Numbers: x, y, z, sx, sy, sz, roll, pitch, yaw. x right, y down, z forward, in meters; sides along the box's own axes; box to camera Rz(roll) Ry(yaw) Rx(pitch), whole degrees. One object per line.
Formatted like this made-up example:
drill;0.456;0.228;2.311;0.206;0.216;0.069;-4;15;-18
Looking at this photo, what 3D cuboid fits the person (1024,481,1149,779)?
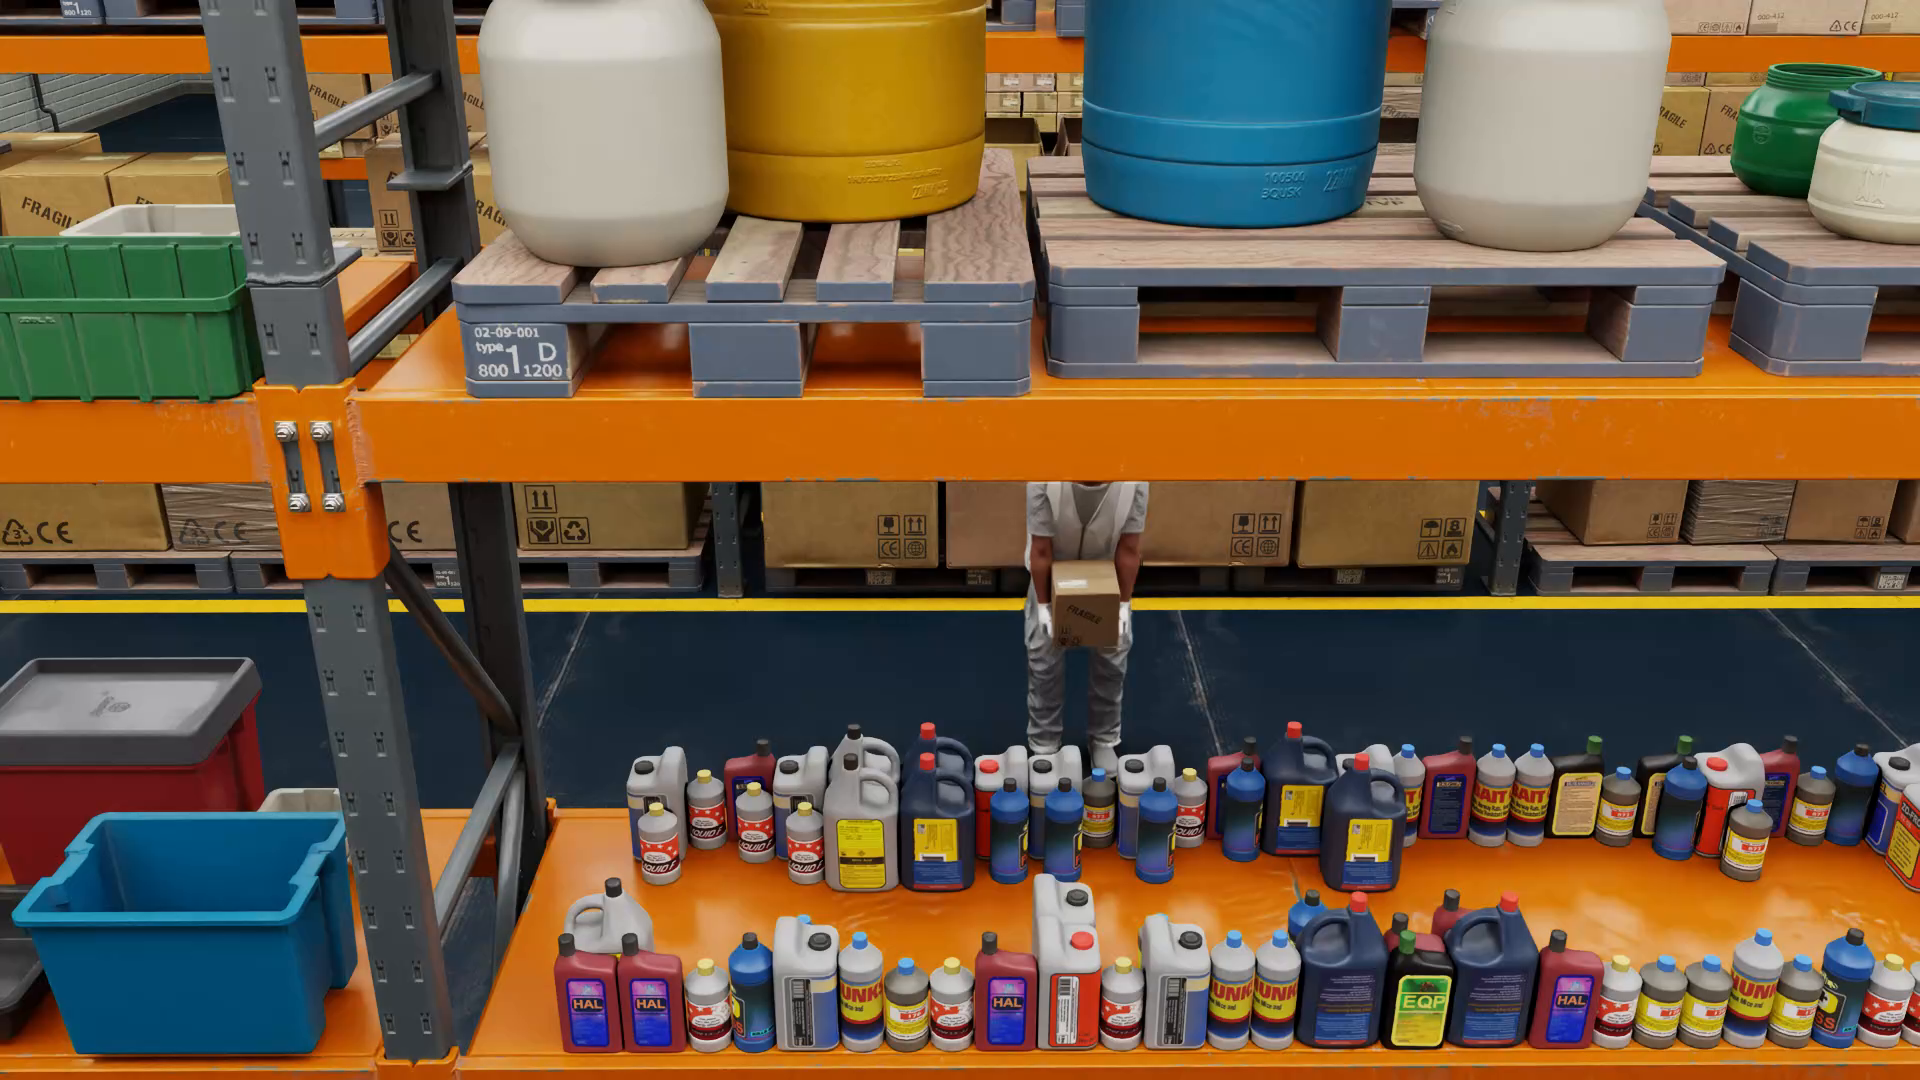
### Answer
person;0.500;0.195;6.707;0.485;1.724;0.622;-1;24;-1
